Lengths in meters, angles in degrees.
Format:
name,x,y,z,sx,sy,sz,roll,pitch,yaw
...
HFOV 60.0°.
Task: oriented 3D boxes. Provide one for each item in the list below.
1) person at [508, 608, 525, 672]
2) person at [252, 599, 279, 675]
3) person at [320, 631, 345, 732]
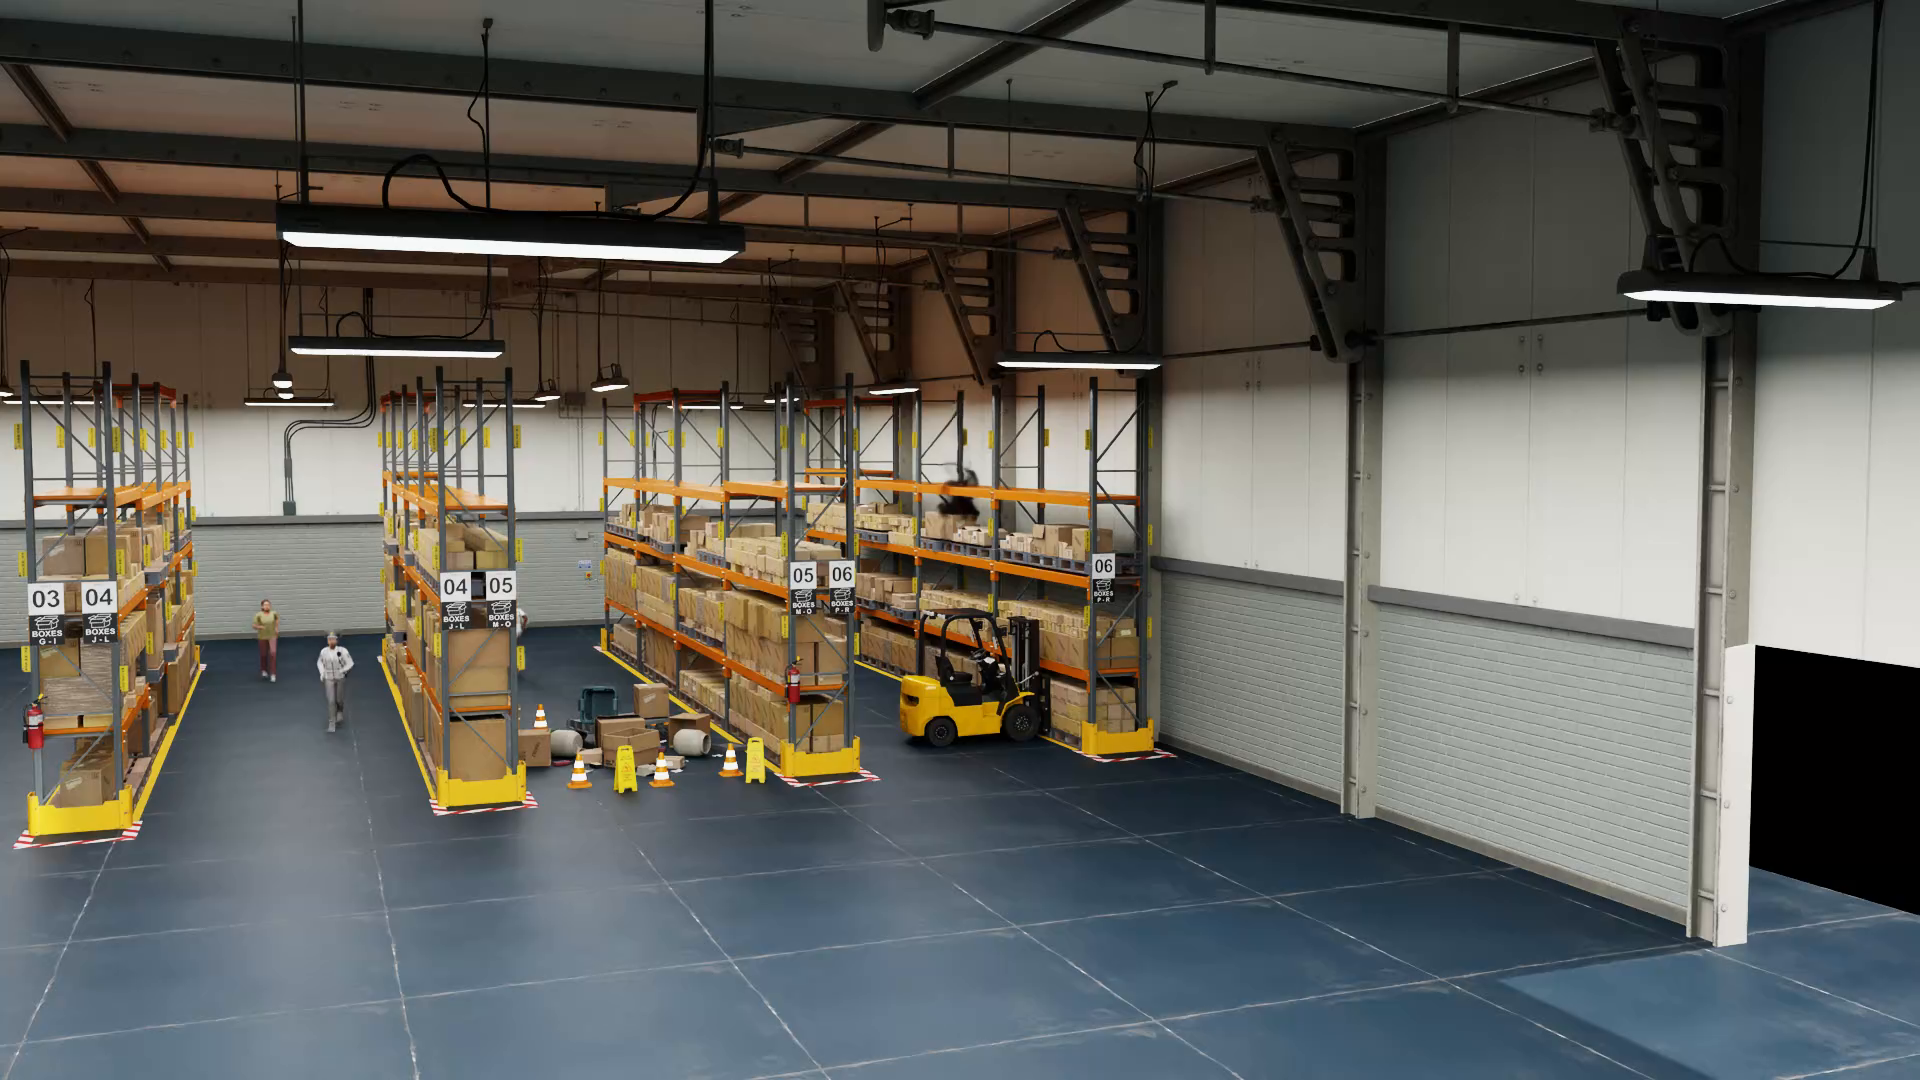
name,x,y,z,sx,sy,sz,roll,pitch,yaw
person,-9.536,2.083,35.532,0.551,1.682,0.933,-1,4,-23
person,-14.470,2.008,34.681,0.529,1.564,0.816,-2,4,-25
person,-10.815,2.414,28.744,0.431,1.705,0.833,-1,4,-14
